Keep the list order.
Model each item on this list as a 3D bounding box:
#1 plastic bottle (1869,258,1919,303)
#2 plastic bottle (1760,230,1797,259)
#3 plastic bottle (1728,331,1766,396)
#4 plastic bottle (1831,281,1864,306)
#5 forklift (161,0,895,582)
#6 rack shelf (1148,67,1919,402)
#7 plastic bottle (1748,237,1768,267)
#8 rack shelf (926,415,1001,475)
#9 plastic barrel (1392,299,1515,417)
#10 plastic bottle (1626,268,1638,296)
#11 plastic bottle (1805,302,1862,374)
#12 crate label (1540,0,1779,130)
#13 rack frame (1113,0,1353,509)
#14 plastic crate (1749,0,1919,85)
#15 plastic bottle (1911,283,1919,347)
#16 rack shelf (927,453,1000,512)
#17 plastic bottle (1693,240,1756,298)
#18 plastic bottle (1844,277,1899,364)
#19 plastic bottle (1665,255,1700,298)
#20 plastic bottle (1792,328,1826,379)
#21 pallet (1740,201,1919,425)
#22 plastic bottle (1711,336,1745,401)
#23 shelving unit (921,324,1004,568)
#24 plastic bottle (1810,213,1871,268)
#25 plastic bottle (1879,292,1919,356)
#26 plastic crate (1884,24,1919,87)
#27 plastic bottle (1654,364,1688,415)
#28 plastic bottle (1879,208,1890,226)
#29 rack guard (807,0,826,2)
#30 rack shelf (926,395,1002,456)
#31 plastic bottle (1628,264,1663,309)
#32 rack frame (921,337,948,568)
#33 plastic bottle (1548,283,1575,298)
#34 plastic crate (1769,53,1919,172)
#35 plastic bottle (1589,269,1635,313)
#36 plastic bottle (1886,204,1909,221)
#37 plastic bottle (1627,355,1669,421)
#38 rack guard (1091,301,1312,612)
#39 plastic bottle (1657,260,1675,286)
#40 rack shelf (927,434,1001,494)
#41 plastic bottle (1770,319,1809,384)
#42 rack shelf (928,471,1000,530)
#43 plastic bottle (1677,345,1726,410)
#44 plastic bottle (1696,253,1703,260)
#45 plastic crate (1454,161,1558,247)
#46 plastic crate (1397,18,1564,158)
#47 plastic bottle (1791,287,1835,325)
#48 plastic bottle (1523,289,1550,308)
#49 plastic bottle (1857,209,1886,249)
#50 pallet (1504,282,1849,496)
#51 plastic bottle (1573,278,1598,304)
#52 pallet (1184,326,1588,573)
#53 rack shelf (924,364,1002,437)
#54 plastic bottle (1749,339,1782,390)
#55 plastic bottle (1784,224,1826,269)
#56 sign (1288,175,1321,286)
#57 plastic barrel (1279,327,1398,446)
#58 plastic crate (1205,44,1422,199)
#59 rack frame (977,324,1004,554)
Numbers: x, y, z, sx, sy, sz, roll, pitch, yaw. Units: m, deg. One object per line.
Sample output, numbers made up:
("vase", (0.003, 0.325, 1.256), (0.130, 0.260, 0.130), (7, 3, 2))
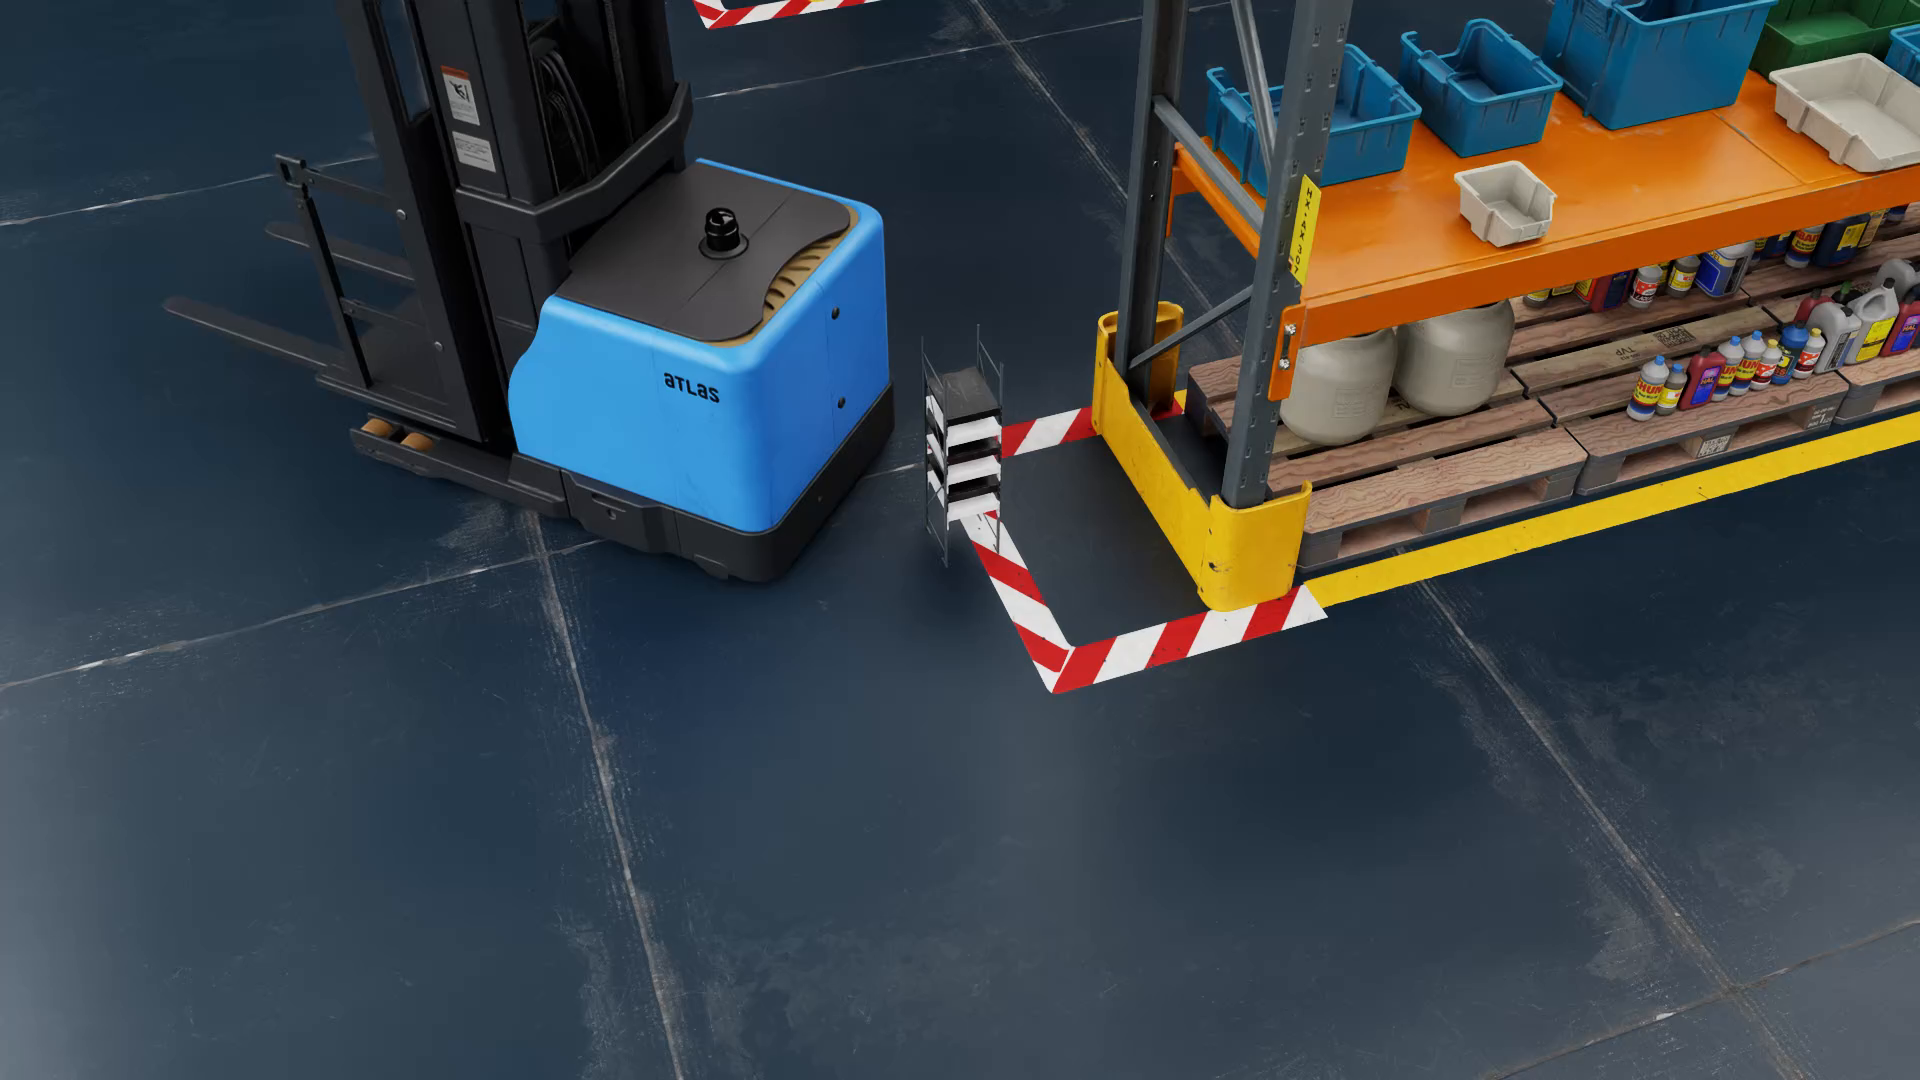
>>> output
("plastic bottle", (3.817, -1.022, 6.763), (0.135, 0.276, 0.152), (-14, 47, -14))
("plastic bottle", (3.501, -1.386, 7.073), (0.185, 0.351, 0.144), (-16, 47, -16))
("plastic bottle", (3.044, -0.694, 6.440), (0.097, 0.271, 0.097), (0, 45, 0))
("plastic bottle", (3.528, -0.917, 6.653), (0.133, 0.283, 0.061), (-14, 47, -14))
("forklift", (-1.815, -1.605, 5.780), (3.031, 2.935, 1.130), (19, 48, 18))
("rack shelf", (2.698, -1.394, 6.029), (4.000, 0.370, 1.077), (-14, 47, -14))
("plastic bottle", (3.376, -1.298, 7.041), (0.097, 0.271, 0.097), (0, 45, 0))
("rack shelf", (0.007, -0.360, 5.893), (0.200, 0.077, 0.258), (-14, 47, -14))
("plastic barrel", (1.881, -0.767, 6.356), (0.421, 0.512, 0.421), (0, 45, 0))
("plastic bottle", (2.772, -1.170, 6.911), (0.135, 0.276, 0.152), (-16, 47, -15))
("plastic bottle", (3.433, -0.815, 6.557), (0.135, 0.276, 0.152), (-14, 47, -13))
("crate label", (2.456, -1.802, 5.903), (0.616, 0.435, 0.502), (-14, 47, -14))
("rack frame", (0.817, -1.167, 5.295), (0.127, 3.000, 1.000), (-14, 47, -14))
("plastic crate", (3.206, -1.916, 6.191), (0.662, 0.188, 0.450), (-14, 47, -14))
("plastic bottle", (3.891, -0.956, 6.645), (0.185, 0.351, 0.144), (-17, 47, -16))
("rack shelf", (0.008, -0.233, 6.021), (0.200, 0.077, 0.258), (-14, 47, -14))
("plastic bottle", (3.176, -1.165, 6.905), (0.135, 0.276, 0.152), (-14, 47, -14))
("plastic bottle", (3.587, -0.878, 6.567), (0.185, 0.351, 0.144), (-15, 47, -14))
("plastic bottle", (3.009, -1.116, 6.910), (0.097, 0.201, 0.097), (0, 45, 0))
("plastic bottle", (3.331, -0.743, 6.537), (0.097, 0.201, 0.097), (0, 45, 0))
("pallet", (3.933, -1.011, 7.108), (1.213, 0.211, 1.003), (-14, 47, -14))
("plastic bottle", (2.950, -0.670, 6.416), (0.097, 0.271, 0.097), (0, 45, 0))
("shelving unit", (0.007, -0.320, 5.933), (0.210, 0.900, 0.258), (-14, 47, -14))
("plastic bottle", (3.728, -1.335, 7.023), (0.185, 0.351, 0.144), (-14, 47, -14))
("plastic bottle", (3.752, -0.865, 6.602), (0.133, 0.283, 0.061), (-11, 46, -11))
("plastic crate", (3.630, -1.629, 5.861), (0.616, 0.251, 0.499), (-14, 47, -14))
("plastic bottle", (2.725, -0.588, 6.383), (0.097, 0.201, 0.097), (0, 45, 0))
("plastic bottle", (4.035, -1.487, 7.280), (0.097, 0.201, 0.097), (0, 45, 0))
("rack guard", (-0.884, -3.580, 9.465), (0.348, 0.500, 1.175), (-14, 47, -14))
("rack shelf", (0.007, -0.423, 5.829), (0.200, 0.077, 0.258), (-14, 47, -14))
("plastic bottle", (2.832, -1.065, 6.859), (0.097, 0.201, 0.097), (0, 45, 0))
("rack frame", (-0.088, -0.295, 5.909), (0.006, 0.900, 0.240), (-14, 47, -14))
("plastic bottle", (2.499, -1.137, 6.873), (0.133, 0.283, 0.061), (-13, 47, -13))
("plastic crate", (3.138, -1.477, 5.790), (0.437, 0.136, 0.530), (-14, 47, -14))
("plastic bottle", (2.678, -1.069, 6.804), (0.133, 0.283, 0.061), (-14, 47, -14))
("plastic bottle", (4.131, -1.536, 7.279), (0.097, 0.271, 0.097), (0, 45, 0))
("plastic bottle", (2.628, -0.587, 6.333), (0.097, 0.271, 0.097), (0, 45, 0))
("rack guard", (0.872, -0.334, 6.230), (0.348, 0.500, 1.175), (-14, 47, -14))
("plastic bottle", (2.927, -1.239, 6.927), (0.185, 0.351, 0.144), (-13, 46, -12))
("rack shelf", (0.007, -0.296, 5.957), (0.200, 0.077, 0.258), (-14, 47, -14))
("plastic bottle", (3.235, -0.743, 6.488), (0.097, 0.271, 0.097), (0, 45, 0))
("rack shelf", (0.008, -0.169, 6.084), (0.200, 0.077, 0.258), (-14, 47, -14))
("plastic bottle", (2.847, -0.634, 6.371), (0.133, 0.283, 0.061), (-14, 47, -13))
("plastic bottle", (3.102, -1.284, 6.971), (0.185, 0.351, 0.144), (-15, 47, -14))
("plastic crate", (1.768, -1.075, 5.389), (0.250, 0.136, 0.298), (-14, 47, -14))
("plastic crate", (1.799, -1.586, 5.818), (0.408, 0.251, 0.499), (-14, 47, -14))
("plastic bottle", (3.396, -0.889, 6.625), (0.133, 0.283, 0.061), (-14, 47, -14))
("plastic bottle", (2.395, -1.068, 6.862), (0.097, 0.201, 0.097), (0, 45, 0))
("plastic bottle", (3.872, -1.374, 7.109), (0.133, 0.283, 0.061), (-14, 47, -14))
("pallet", (2.784, -0.715, 6.813), (1.213, 0.211, 1.003), (-14, 47, -14))
("plastic bottle", (2.642, -1.137, 6.878), (0.135, 0.276, 0.152), (-14, 47, -14))
("pallet", (1.638, -0.424, 6.523), (1.213, 0.211, 1.003), (-14, 47, -14))
("rack shelf", (0.007, -0.487, 5.765), (0.200, 0.077, 0.258), (-14, 47, -14))
("plastic bottle", (3.138, -0.693, 6.488), (0.097, 0.201, 0.097), (0, 45, 0))
("plastic bottle", (3.584, -1.288, 7.032), (0.097, 0.271, 0.097), (0, 45, 0))
("sign", (0.999, -0.897, 4.831), (0.005, 0.325, 0.100), (-14, 47, -14))
("plastic barrel", (1.410, -0.646, 6.236), (0.421, 0.512, 0.421), (0, 45, 0))
("plastic crate", (1.186, -1.434, 5.667), (0.616, 0.251, 0.499), (-14, 47, -14))
("rack frame", (0.103, -0.344, 5.957), (0.006, 0.900, 0.240), (-14, 47, -14))
